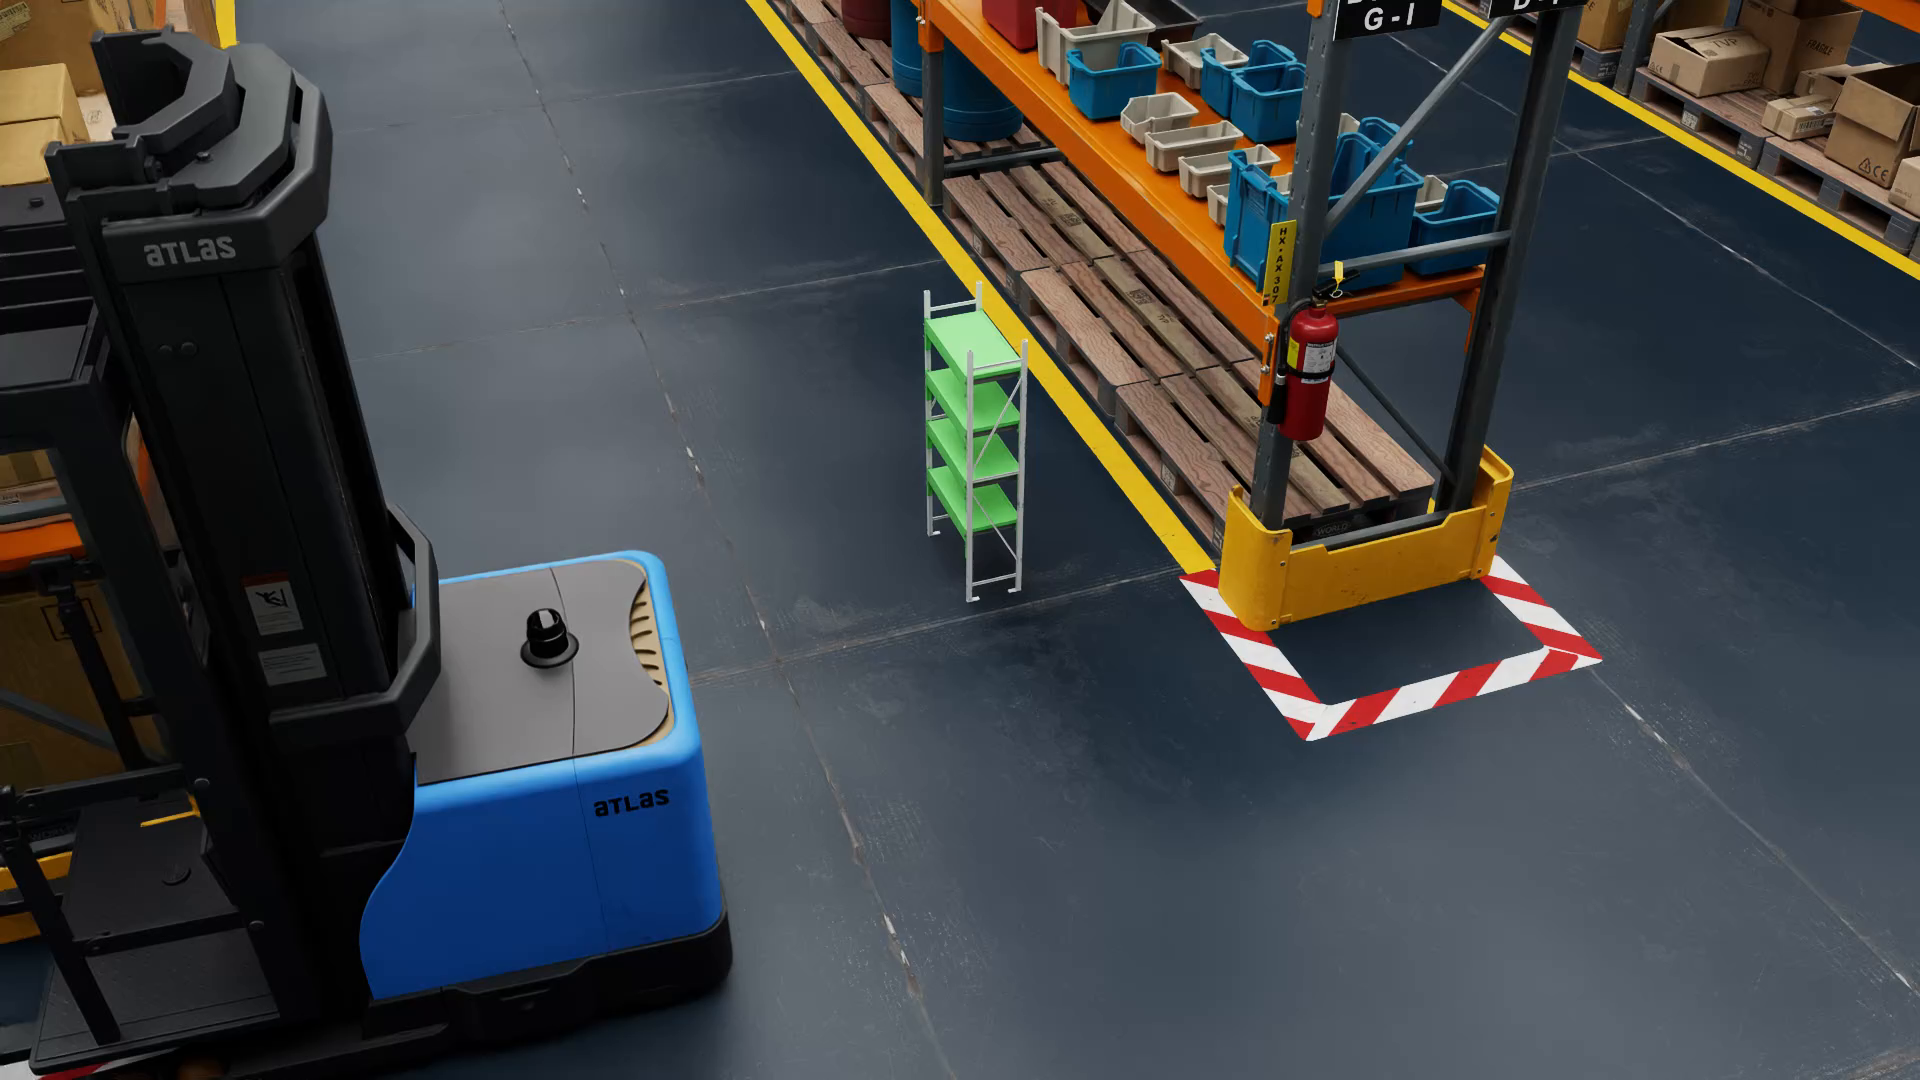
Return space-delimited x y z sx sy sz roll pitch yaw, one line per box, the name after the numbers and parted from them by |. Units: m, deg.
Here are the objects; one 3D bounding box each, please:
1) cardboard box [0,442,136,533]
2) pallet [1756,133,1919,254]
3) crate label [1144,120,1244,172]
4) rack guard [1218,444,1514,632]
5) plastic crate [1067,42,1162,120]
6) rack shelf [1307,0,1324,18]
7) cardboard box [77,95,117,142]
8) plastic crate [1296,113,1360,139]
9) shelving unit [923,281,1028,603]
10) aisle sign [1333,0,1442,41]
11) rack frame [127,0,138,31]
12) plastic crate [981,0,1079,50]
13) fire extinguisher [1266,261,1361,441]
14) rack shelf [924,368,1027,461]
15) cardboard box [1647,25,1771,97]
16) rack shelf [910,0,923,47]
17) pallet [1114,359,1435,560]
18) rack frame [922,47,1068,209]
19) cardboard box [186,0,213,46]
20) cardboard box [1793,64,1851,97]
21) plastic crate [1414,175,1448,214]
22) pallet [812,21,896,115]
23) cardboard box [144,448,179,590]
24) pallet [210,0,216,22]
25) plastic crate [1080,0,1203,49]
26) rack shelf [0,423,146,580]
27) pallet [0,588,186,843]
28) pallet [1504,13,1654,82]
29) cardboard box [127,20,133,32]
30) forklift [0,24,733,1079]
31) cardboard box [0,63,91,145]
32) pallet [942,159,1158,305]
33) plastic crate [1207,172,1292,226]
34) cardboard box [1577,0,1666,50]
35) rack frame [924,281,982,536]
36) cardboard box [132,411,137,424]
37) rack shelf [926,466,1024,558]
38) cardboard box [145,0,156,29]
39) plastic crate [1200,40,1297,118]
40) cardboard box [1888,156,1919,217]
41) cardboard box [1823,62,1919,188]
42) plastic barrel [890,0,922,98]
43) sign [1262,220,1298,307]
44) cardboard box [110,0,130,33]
-2.813 -0.185 5.212 0.380 0.149 0.250 -12 39 -15 | cardboard box
5.584 -2.133 9.907 1.003 0.211 1.213 -12 39 -16 | pallet
0.994 -1.703 7.187 0.396 0.136 0.243 -12 39 -16 | crate label
1.670 -0.033 6.878 1.175 0.500 0.348 -12 39 -16 | rack guard
0.702 -2.106 7.643 0.416 0.233 0.300 -12 39 -16 | plastic crate
0.961 -3.083 6.955 1.077 0.370 4.000 -12 39 -16 | rack shelf
-3.623 -1.560 6.706 0.500 0.250 0.500 -12 39 -15 | cardboard box
1.608 -1.750 7.250 0.250 0.136 0.298 -12 39 -16 | plastic crate
0.057 -0.386 6.765 0.258 1.200 0.503 -12 39 -16 | shelving unit
1.399 -1.979 5.224 0.394 0.787 0.004 -12 39 -16 | aisle sign
-4.377 -2.277 7.779 1.000 3.000 0.127 -12 39 -16 | rack frame
0.345 -2.795 8.365 0.402 0.464 0.583 -12 39 -16 | plastic crate
1.275 -0.683 6.038 0.296 0.674 0.183 -12 39 -16 | fire extinguisher
0.057 -0.526 6.659 0.258 0.148 0.480 -12 39 -16 | rack shelf
4.867 -3.145 10.802 0.500 0.311 0.500 -12 39 -16 | cardboard box
-0.415 -4.144 10.857 1.077 0.370 4.000 -12 39 -16 | rack shelf
1.402 -0.402 7.609 1.003 0.211 1.213 -12 39 -16 | pallet
0.273 -3.302 9.141 1.000 3.000 0.127 -12 39 -16 | rack frame
-5.236 -2.956 10.098 1.225 0.875 0.875 -12 39 -16 | cardboard box
5.573 -2.900 10.611 0.380 0.149 0.250 -12 39 -16 | cardboard box
1.841 -1.367 6.741 0.250 0.136 0.298 -12 39 -16 | plastic crate
-0.377 -3.323 11.486 1.003 0.211 1.213 -12 39 -16 | pallet
-3.609 -0.195 6.433 0.875 0.875 0.875 -12 39 -16 | cardboard box
-6.021 -3.864 12.204 1.003 0.211 1.213 -12 39 -16 | pallet
0.911 -2.639 8.440 0.437 0.125 0.590 -12 39 -16 | plastic crate
-3.689 -0.859 6.496 1.077 0.370 4.000 -12 39 -16 | rack shelf
-3.349 0.661 6.196 1.003 0.211 1.213 -12 39 -16 | pallet
4.610 -3.663 11.938 1.003 0.211 1.213 -12 39 -16 | pallet
-3.979 -2.140 7.476 0.500 0.250 0.500 -13 39 -17 | cardboard box
-2.305 0.216 4.528 3.031 2.935 1.130 -9 38 -12 | forklift
-3.269 -1.276 5.705 0.500 0.500 0.500 -13 39 -17 | cardboard box
0.563 -1.781 9.439 1.003 0.211 1.213 -12 39 -16 | pallet
1.199 -1.384 6.764 0.396 0.136 0.243 -12 39 -16 | plastic crate
4.486 -3.722 11.410 0.500 0.500 0.500 -13 39 -16 | cardboard box
-0.027 -0.524 6.948 0.240 1.200 0.015 -12 39 -16 | rack frame
-2.991 -0.475 5.596 0.380 0.149 0.250 -13 39 -17 | cardboard box
0.057 -0.143 6.948 0.258 0.148 0.480 -12 39 -16 | rack shelf
-4.475 -2.912 8.540 0.500 0.500 0.500 -12 39 -16 | cardboard box
1.317 -2.120 7.661 0.416 0.233 0.300 -12 39 -16 | plastic crate
5.585 -1.942 9.255 0.500 0.250 0.500 -12 39 -16 | cardboard box
5.577 -2.444 9.710 0.797 0.503 0.637 -12 39 -16 | cardboard box
-0.142 -3.342 10.589 0.600 0.901 0.708 -12 39 -16 | plastic barrel
1.139 -0.984 5.928 0.100 0.325 0.005 -12 39 -16 | sign
-3.968 -2.431 7.238 0.500 0.500 0.500 -11 38 -15 | cardboard box
